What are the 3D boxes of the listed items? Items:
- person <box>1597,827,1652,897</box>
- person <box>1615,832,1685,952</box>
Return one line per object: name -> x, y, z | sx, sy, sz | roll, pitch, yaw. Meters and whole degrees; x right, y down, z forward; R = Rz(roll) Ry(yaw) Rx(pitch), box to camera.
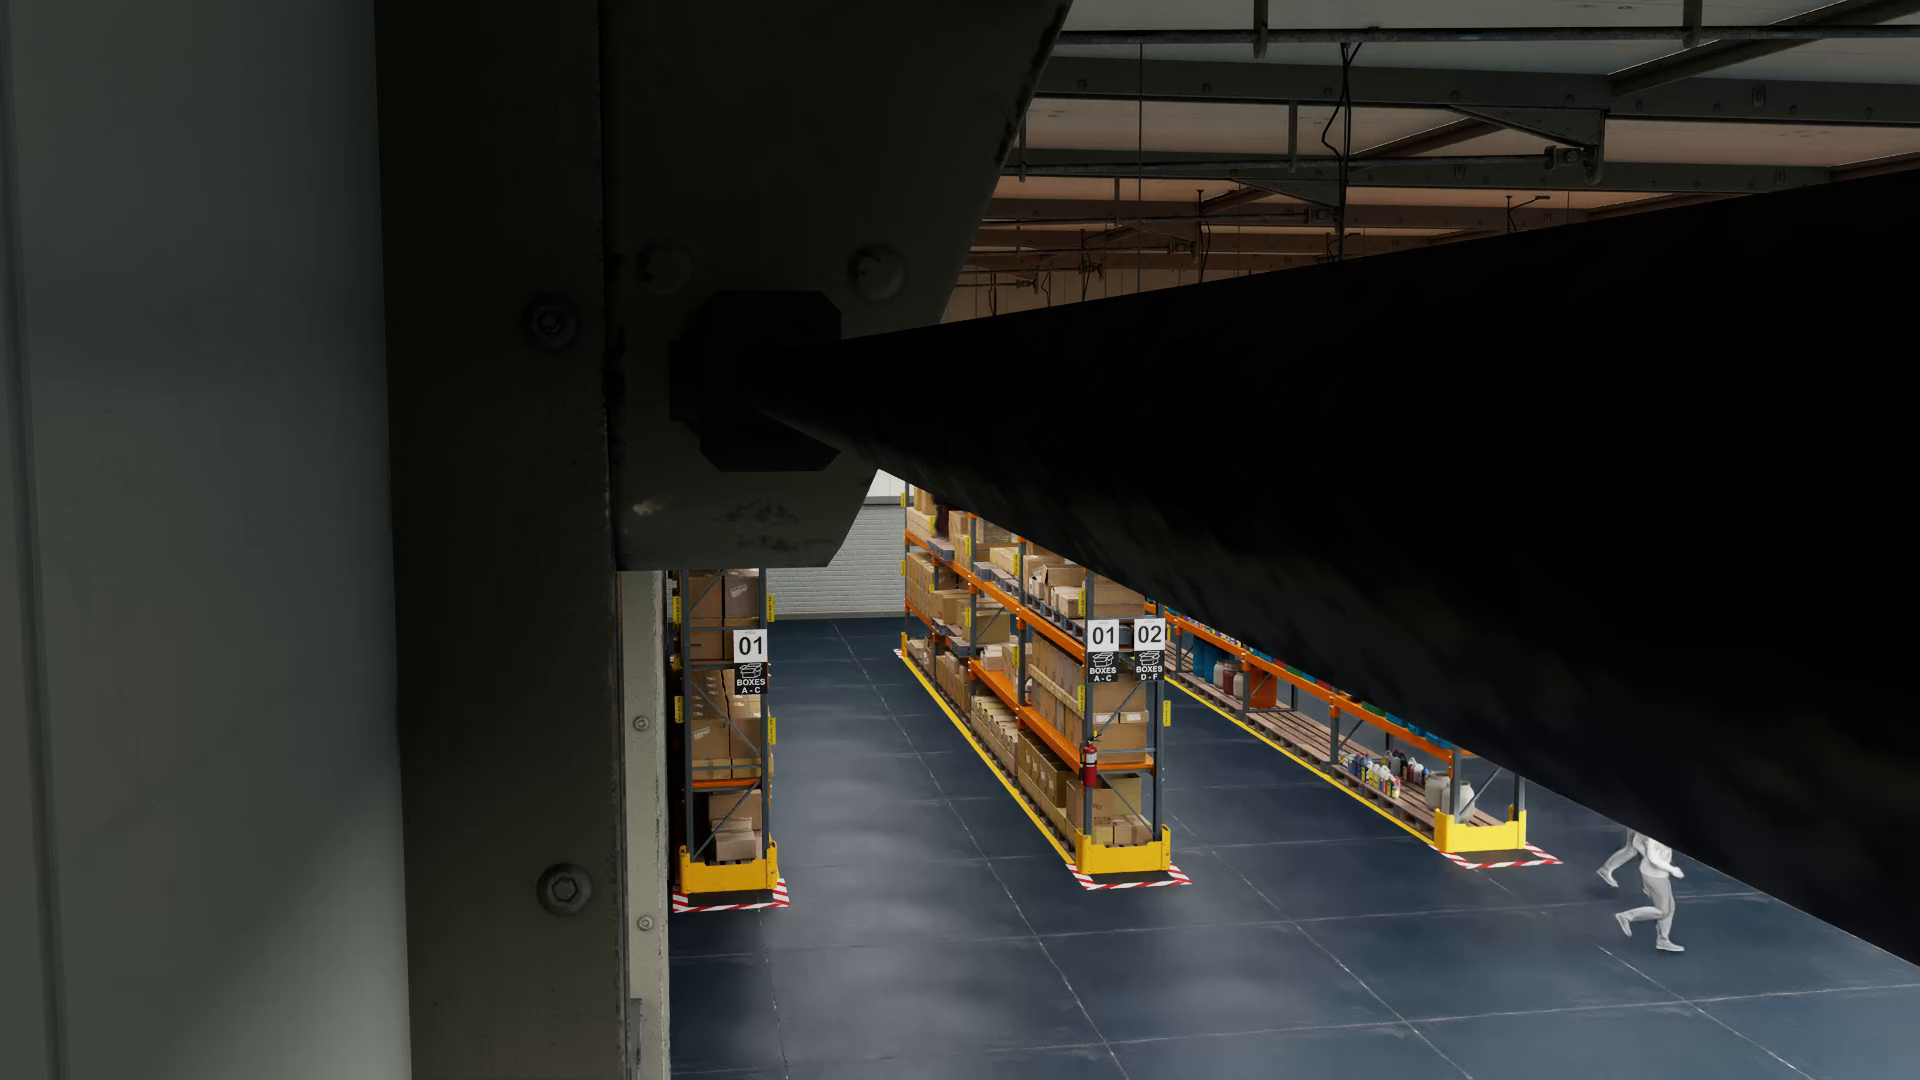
person -> 8.114, 3.416, 19.968 | 0.789, 1.733, 0.553 | 3, 7, 29
person -> 7.509, 3.636, 18.076 | 0.729, 1.667, 0.615 | 1, 6, 12
